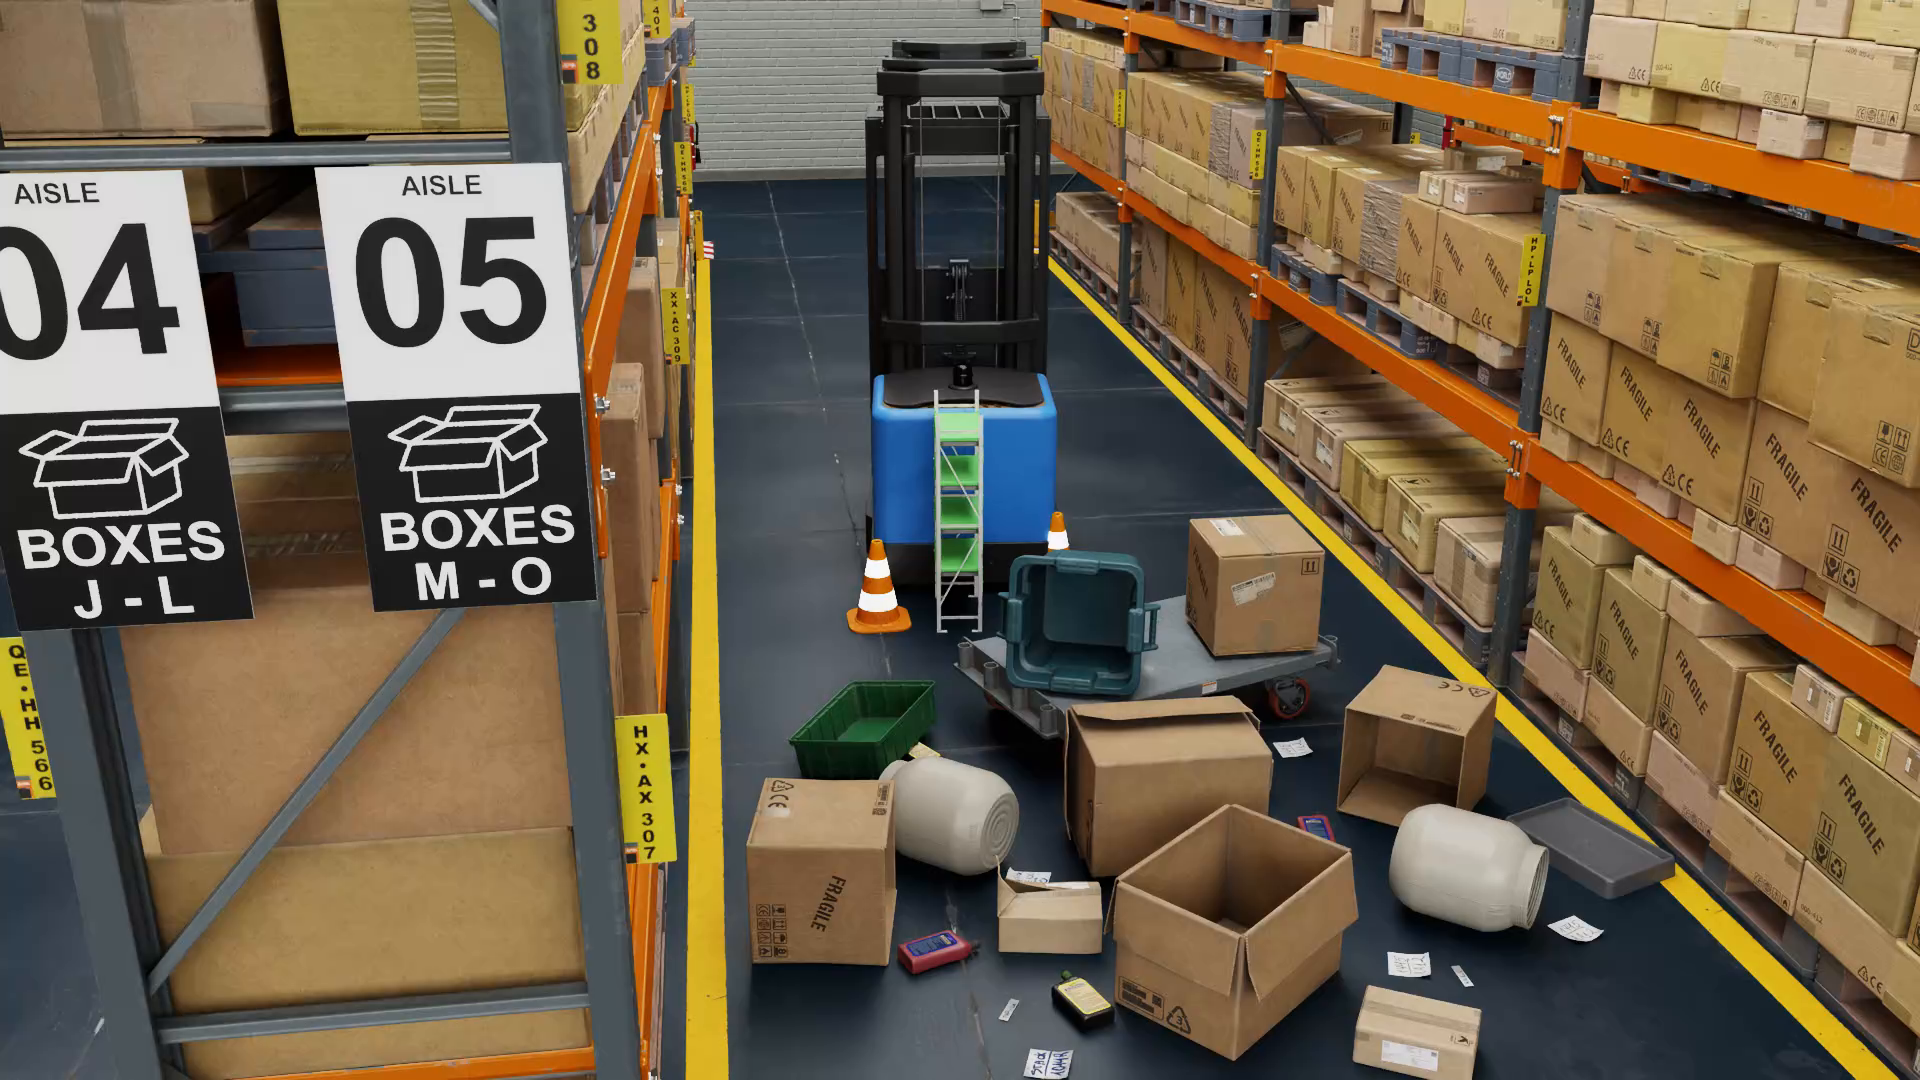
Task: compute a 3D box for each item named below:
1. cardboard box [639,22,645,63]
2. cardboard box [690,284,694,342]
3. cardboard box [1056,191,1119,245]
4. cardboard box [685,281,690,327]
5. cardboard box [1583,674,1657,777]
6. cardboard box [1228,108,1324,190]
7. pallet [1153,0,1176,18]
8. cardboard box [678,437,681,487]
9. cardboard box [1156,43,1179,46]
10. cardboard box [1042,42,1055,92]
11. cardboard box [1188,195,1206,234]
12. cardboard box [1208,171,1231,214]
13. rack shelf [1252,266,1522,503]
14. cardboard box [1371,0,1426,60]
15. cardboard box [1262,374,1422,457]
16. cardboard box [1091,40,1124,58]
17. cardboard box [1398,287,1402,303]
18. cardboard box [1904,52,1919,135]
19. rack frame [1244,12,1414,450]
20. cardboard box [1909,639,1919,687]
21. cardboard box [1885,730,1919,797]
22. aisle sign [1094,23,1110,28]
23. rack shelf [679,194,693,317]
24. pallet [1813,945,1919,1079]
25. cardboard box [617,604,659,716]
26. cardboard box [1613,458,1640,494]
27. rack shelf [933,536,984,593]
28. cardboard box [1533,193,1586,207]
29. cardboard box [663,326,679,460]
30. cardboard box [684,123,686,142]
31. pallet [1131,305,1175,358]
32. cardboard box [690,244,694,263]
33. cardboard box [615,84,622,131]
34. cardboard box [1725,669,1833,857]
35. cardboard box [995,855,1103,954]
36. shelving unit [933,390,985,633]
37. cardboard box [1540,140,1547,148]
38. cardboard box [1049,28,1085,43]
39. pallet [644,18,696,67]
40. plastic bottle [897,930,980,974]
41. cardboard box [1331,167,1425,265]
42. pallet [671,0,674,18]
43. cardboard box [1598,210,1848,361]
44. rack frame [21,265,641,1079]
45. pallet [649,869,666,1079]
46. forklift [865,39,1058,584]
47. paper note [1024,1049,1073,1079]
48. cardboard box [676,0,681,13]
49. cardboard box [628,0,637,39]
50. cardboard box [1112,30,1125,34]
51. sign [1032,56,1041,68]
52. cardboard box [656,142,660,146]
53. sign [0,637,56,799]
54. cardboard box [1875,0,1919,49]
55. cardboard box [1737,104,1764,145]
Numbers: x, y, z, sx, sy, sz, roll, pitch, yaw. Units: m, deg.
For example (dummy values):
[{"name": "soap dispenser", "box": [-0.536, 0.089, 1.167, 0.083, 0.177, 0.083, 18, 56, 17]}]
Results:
[{"name": "cardboard box", "box": [-1.374, -1.847, 6.202, 0.380, 0.149, 0.250, -3, 21, -8]}, {"name": "cardboard box", "box": [-2.540, -1.978, 14.196, 0.500, 0.500, 0.500, -3, 21, -9]}, {"name": "cardboard box", "box": [1.606, -3.638, 18.731, 0.875, 0.438, 0.875, -4, 21, -10]}, {"name": "cardboard box", "box": [-2.311, -1.786, 12.611, 0.500, 0.250, 0.500, -3, 21, -7]}, {"name": "cardboard box", "box": [3.047, 0.783, 7.161, 0.500, 0.250, 0.500, -2, 21, -5]}, {"name": "cardboard box", "box": [2.231, -2.776, 11.790, 0.500, 0.500, 0.500, -3, 21, -9]}, {"name": "pallet", "box": [2.169, -4.481, 13.912, 0.805, 0.209, 1.217, -4, 21, -10]}, {"name": "cardboard box", "box": [-2.320, -0.738, 10.520, 1.050, 0.750, 0.750, -3, 21, -8]}, {"name": "cardboard box", "box": [2.093, -4.685, 15.974, 0.380, 0.149, 0.250, -3, 21, -8]}, {"name": "cardboard box", "box": [1.199, -5.200, 18.279, 0.500, 0.500, 0.500, -3, 21, -9]}, {"name": "cardboard box", "box": [2.089, -2.538, 12.939, 0.500, 0.250, 0.500, -3, 21, -8]}, {"name": "cardboard box", "box": [2.166, -2.591, 12.367, 0.500, 0.250, 0.500, -3, 21, -9]}, {"name": "rack shelf", "box": [2.853, -1.066, 9.810, 1.077, 0.370, 4.000, -3, 21, -8]}, {"name": "cardboard box", "box": [2.813, -3.022, 9.585, 0.797, 0.503, 0.637, -3, 21, -8]}, {"name": "cardboard box", "box": [2.636, -0.865, 11.400, 0.950, 0.372, 0.625, -4, 21, -11]}, {"name": "cardboard box", "box": [1.507, -4.835, 16.377, 0.380, 0.149, 0.250, -3, 21, -9]}, {"name": "cardboard box", "box": [2.725, -1.404, 9.446, 0.380, 0.149, 0.250, -4, 21, -10]}, {"name": "cardboard box", "box": [3.227, -1.317, 4.956, 0.500, 0.250, 0.500, -2, 21, -6]}, {"name": "rack frame", "box": [2.565, -2.095, 11.538, 1.000, 3.000, 0.127, -3, 21, -8]}, {"name": "cardboard box", "box": [3.223, 0.414, 5.179, 0.380, 0.149, 0.250, -3, 21, -7]}, {"name": "cardboard box", "box": [3.225, 0.723, 5.324, 0.380, 0.149, 0.250, -2, 21, -6]}, {"name": "aisle sign", "box": [1.708, -6.123, 18.608, 0.394, 0.787, 0.004, -3, 21, -8]}, {"name": "rack shelf", "box": [-2.607, -2.166, 12.756, 1.077, 0.370, 4.000, -3, 21, -8]}, {"name": "pallet", "box": [3.625, 1.672, 5.439, 1.003, 0.211, 1.213, -3, 21, -8]}, {"name": "cardboard box", "box": [-1.322, 0.373, 4.715, 0.875, 0.550, 0.550, -3, 21, -8]}, {"name": "cardboard box", "box": [3.025, -0.292, 7.070, 0.380, 0.149, 0.250, -3, 21, -8]}, {"name": "rack shelf", "box": [-0.011, 0.129, 9.025, 0.258, 0.148, 0.480, -1, 20, -2]}, {"name": "cardboard box", "box": [3.227, -1.615, 9.085, 0.500, 0.500, 0.500, -3, 21, -8]}, {"name": "cardboard box", "box": [-1.552, -0.668, 7.575, 0.500, 0.500, 0.500, -3, 21, -7]}, {"name": "cardboard box", "box": [-2.796, -3.737, 15.366, 0.500, 0.500, 0.500, -3, 21, -8]}, {"name": "pallet", "box": [2.174, -1.910, 15.029, 1.003, 0.211, 1.213, -3, 21, -8]}, {"name": "cardboard box", "box": [-2.864, -2.870, 16.663, 0.380, 0.149, 0.250, -3, 21, -7]}, {"name": "cardboard box", "box": [-1.080, -1.143, 4.319, 0.380, 0.149, 0.250, -3, 21, -8]}, {"name": "cardboard box", "box": [3.200, 0.795, 6.058, 0.500, 0.500, 0.500, -3, 21, -9]}, {"name": "cardboard box", "box": [0.328, 1.358, 6.202, 0.396, 0.266, 0.258, 1, 20, 2]}, {"name": "shelving unit", "box": [-0.011, -0.156, 8.919, 0.258, 1.200, 0.503, -1, 20, -2]}, {"name": "cardboard box", "box": [6.399, -4.247, 17.658, 0.380, 0.149, 0.250, -3, 21, -8]}, {"name": "cardboard box", "box": [1.189, -5.547, 18.282, 0.380, 0.149, 0.250, -2, 21, -7]}, {"name": "pallet", "box": [-2.174, -2.907, 9.695, 1.213, 0.211, 1.003, -2, 21, -5]}, {"name": "plastic bottle", "box": [-0.075, 1.503, 6.105, 0.283, 0.061, 0.133, -11, 23, -26]}, {"name": "cardboard box", "box": [2.566, -1.947, 9.973, 0.500, 0.500, 0.500, -3, 21, -7]}, {"name": "pallet", "box": [-2.760, -3.934, 12.445, 1.213, 0.211, 1.003, -3, 21, -8]}, {"name": "cardboard box", "box": [3.042, -1.023, 6.672, 0.700, 0.500, 0.500, -3, 21, -7]}, {"name": "rack frame", "box": [-1.166, 0.959, 3.360, 1.000, 3.000, 0.127, -3, 21, -8]}, {"name": "pallet", "box": [-1.531, 1.571, 5.707, 1.003, 0.211, 1.213, -3, 21, -8]}, {"name": "forklift", "box": [-0.020, -1.591, 10.287, 1.130, 2.935, 3.031, -1, 20, -2]}, {"name": "paper note", "box": [0.294, 1.737, 5.524, 0.144, 0.017, 0.142, 4, 21, 11]}, {"name": "cardboard box", "box": [-2.701, -4.704, 14.450, 0.500, 0.250, 0.500, -2, 21, -5]}, {"name": "cardboard box", "box": [-1.345, -1.811, 5.536, 0.500, 0.250, 0.500, -3, 21, -8]}, {"name": "cardboard box", "box": [1.842, -5.398, 17.883, 0.380, 0.149, 0.250, -3, 21, -8]}, {"name": "sign", "box": [0.861, -5.282, 18.720, 0.100, 0.325, 0.005, -3, 21, -8]}, {"name": "cardboard box", "box": [-2.458, -2.973, 12.797, 0.380, 0.149, 0.250, -4, 21, -10]}, {"name": "sign", "box": [-1.705, 0.329, 3.056, 0.100, 0.325, 0.005, -3, 21, -8]}, {"name": "cardboard box", "box": [3.123, -1.618, 5.193, 0.380, 0.149, 0.250, -2, 21, -6]}, {"name": "cardboard box", "box": [3.095, -1.522, 6.076, 0.380, 0.149, 0.250, -4, 21, -9]}]
